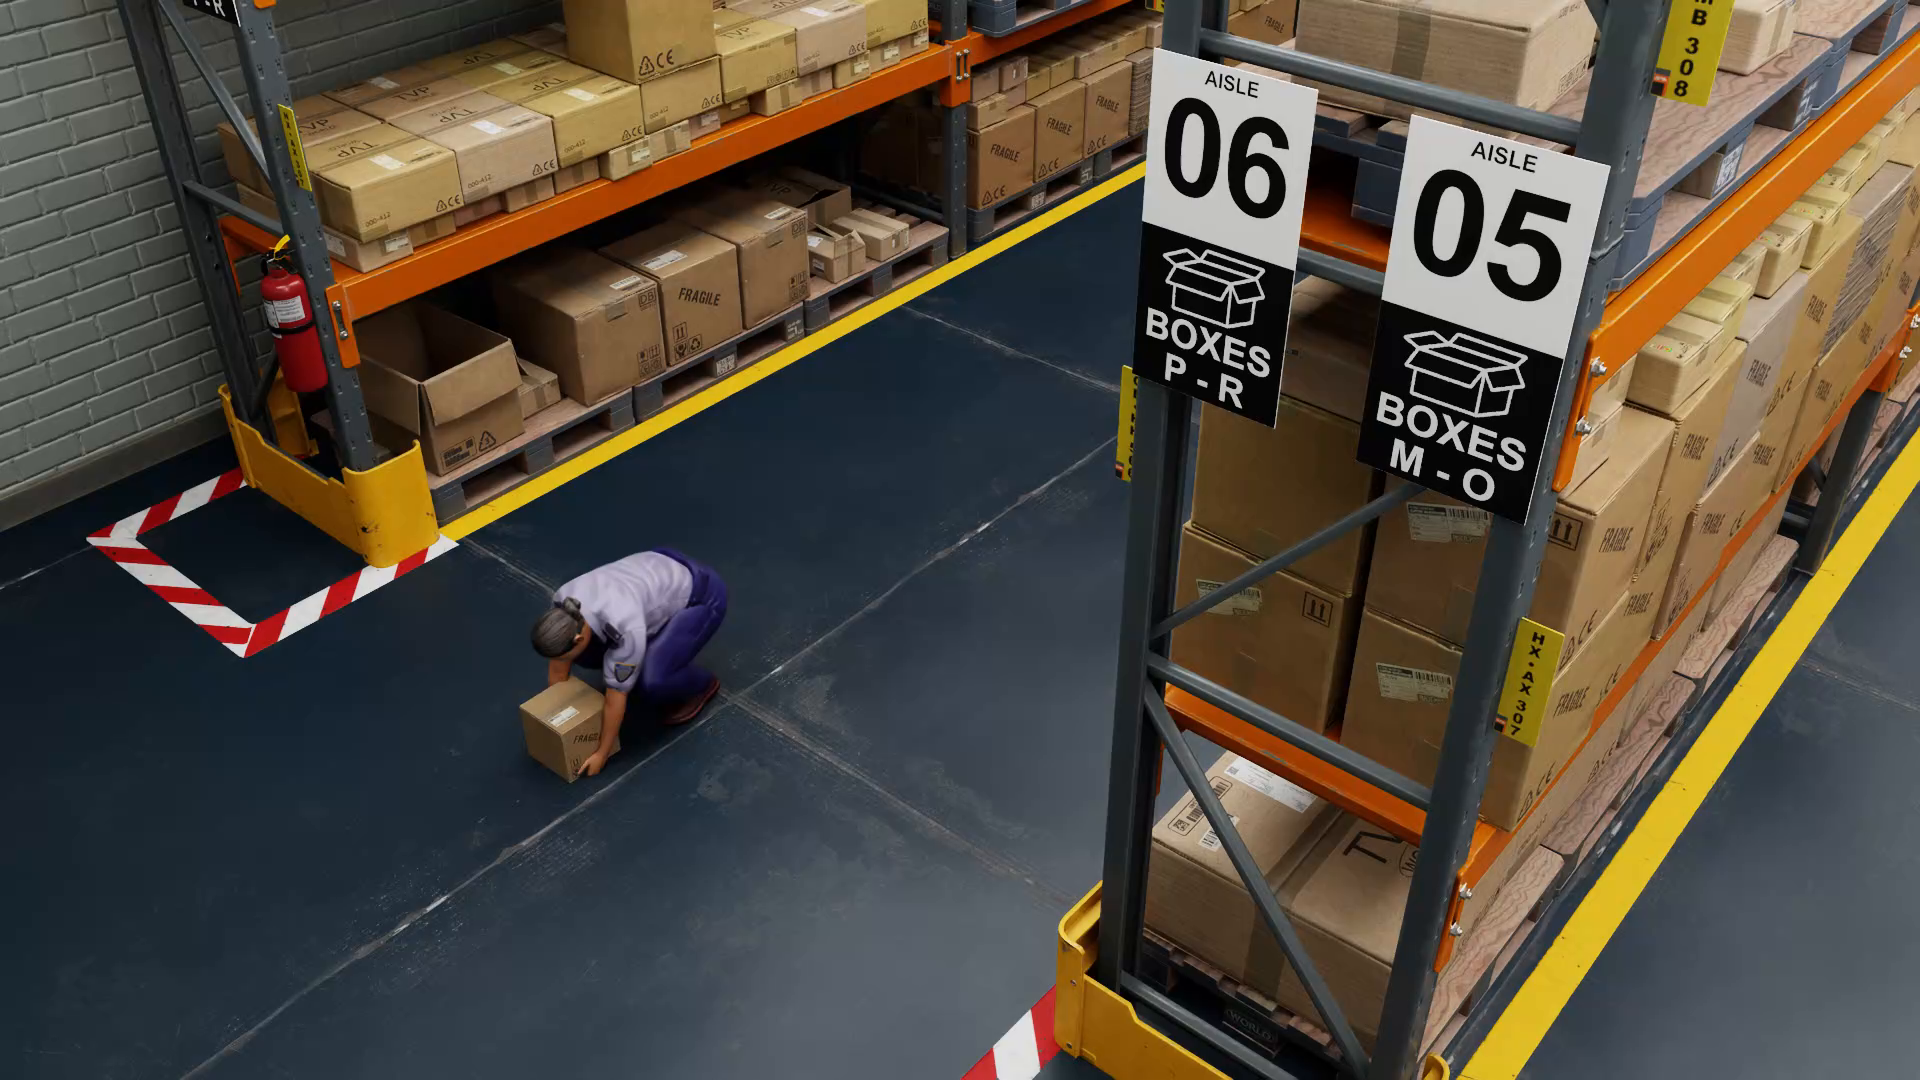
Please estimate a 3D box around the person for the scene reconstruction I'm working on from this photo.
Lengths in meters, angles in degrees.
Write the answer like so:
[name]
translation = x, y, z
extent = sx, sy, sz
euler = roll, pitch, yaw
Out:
[person]
translation = -1.280, 0.398, 6.420
extent = 0.513, 0.774, 0.870
euler = 25, 42, 31
